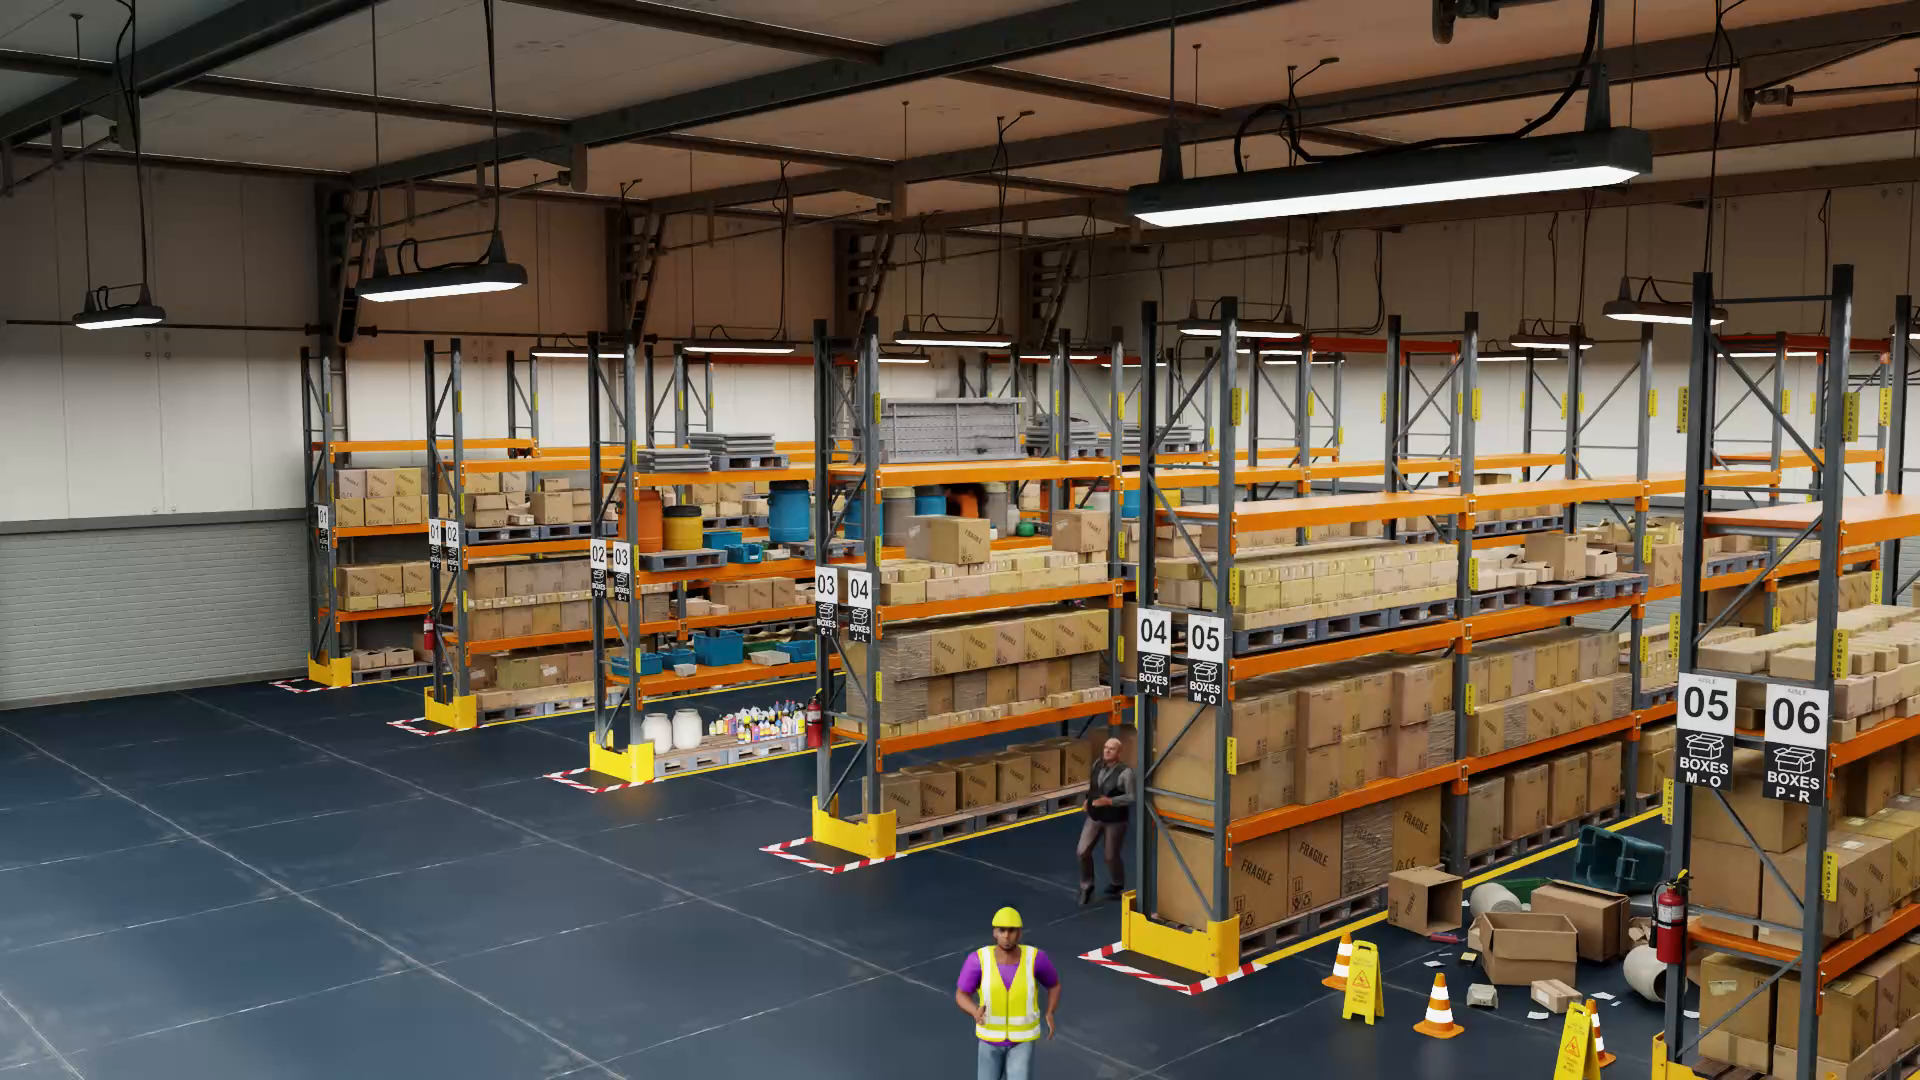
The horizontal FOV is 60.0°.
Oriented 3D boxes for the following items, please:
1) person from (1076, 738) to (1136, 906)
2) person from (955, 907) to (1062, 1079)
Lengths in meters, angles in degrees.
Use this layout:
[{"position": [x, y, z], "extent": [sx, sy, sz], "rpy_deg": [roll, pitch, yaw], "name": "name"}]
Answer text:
[{"position": [1.512, 2.859, 16.834], "extent": [0.638, 1.749, 0.738], "rpy_deg": [4, 6, 35], "name": "person"}, {"position": [0.322, 3.319, 11.146], "extent": [0.714, 1.741, 0.861], "rpy_deg": [0, 5, 4], "name": "person"}]
